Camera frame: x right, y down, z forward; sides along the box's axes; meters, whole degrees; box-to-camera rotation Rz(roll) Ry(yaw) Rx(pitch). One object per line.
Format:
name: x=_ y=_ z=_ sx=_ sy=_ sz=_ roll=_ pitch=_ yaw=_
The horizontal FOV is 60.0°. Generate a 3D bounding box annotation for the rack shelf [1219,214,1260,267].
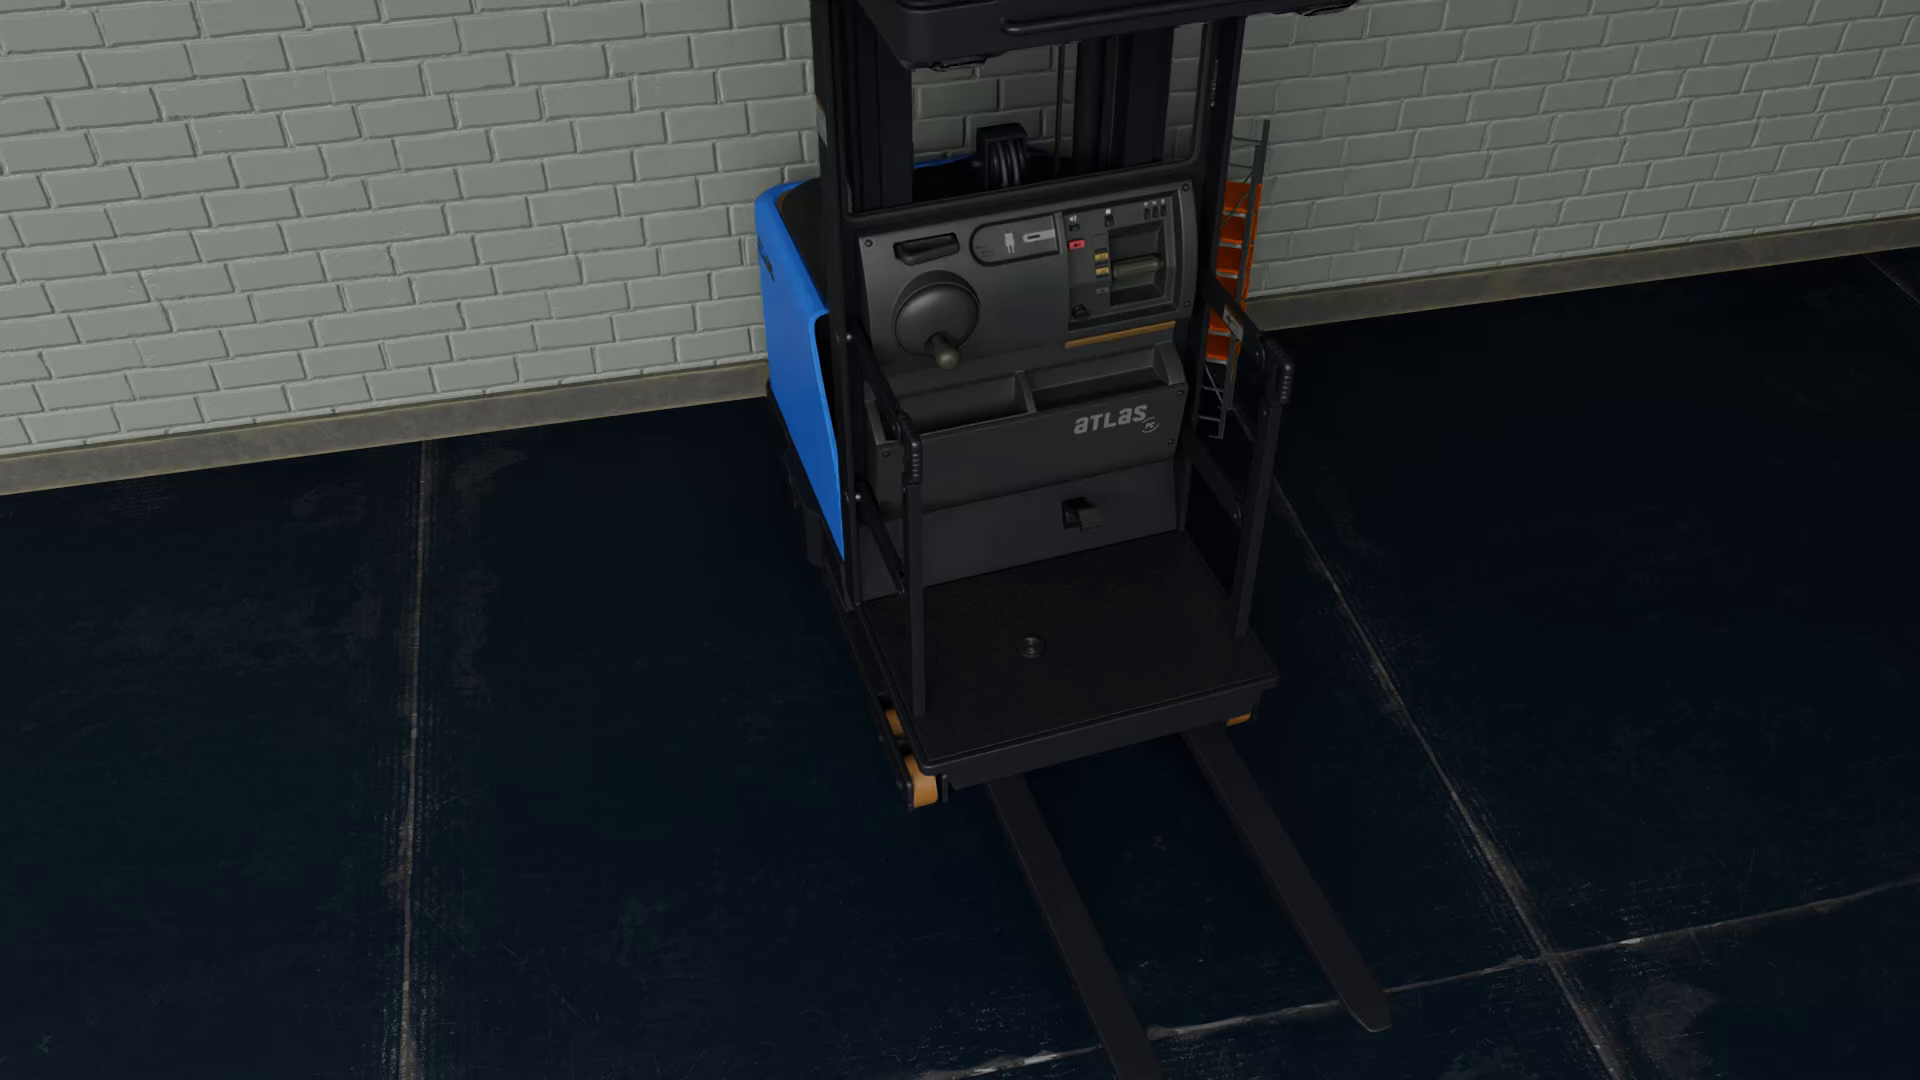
rack shelf: x=0.887 y=-1.052 z=5.736 sx=0.258 sy=0.103 sz=0.180 roll=11 pitch=43 yaw=12

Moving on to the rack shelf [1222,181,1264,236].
rack shelf: x=0.887 y=-1.141 z=5.657 sx=0.258 sy=0.103 sz=0.180 roll=11 pitch=43 yaw=12

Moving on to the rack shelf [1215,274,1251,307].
rack shelf: x=0.887 y=-0.872 z=5.896 sx=0.258 sy=0.103 sz=0.180 roll=11 pitch=43 yaw=12

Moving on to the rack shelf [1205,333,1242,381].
rack shelf: x=0.887 y=-0.693 z=6.055 sx=0.258 sy=0.103 sz=0.180 roll=11 pitch=43 yaw=12

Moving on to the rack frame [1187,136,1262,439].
rack frame: x=0.861 y=-0.847 z=5.800 sx=0.240 sy=1.200 sz=0.006 roll=11 pitch=43 yaw=12

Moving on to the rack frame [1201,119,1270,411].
rack frame: x=0.913 y=-0.964 z=5.932 sx=0.240 sy=1.200 sz=0.006 roll=11 pitch=43 yaw=12

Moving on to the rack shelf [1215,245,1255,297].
rack shelf: x=0.887 y=-0.962 z=5.816 sx=0.258 sy=0.103 sz=0.180 roll=11 pitch=43 yaw=12

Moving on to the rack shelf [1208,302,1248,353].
rack shelf: x=0.887 y=-0.782 z=5.975 sx=0.258 sy=0.103 sz=0.180 roll=11 pitch=43 yaw=12

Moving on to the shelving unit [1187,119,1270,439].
shelving unit: x=0.887 y=-0.905 z=5.866 sx=0.258 sy=1.200 sz=0.189 roll=11 pitch=43 yaw=12

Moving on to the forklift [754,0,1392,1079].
forklift: x=0.262 y=-0.621 z=4.242 sx=1.130 sy=2.935 sz=3.031 roll=-13 pitch=43 yaw=-14
